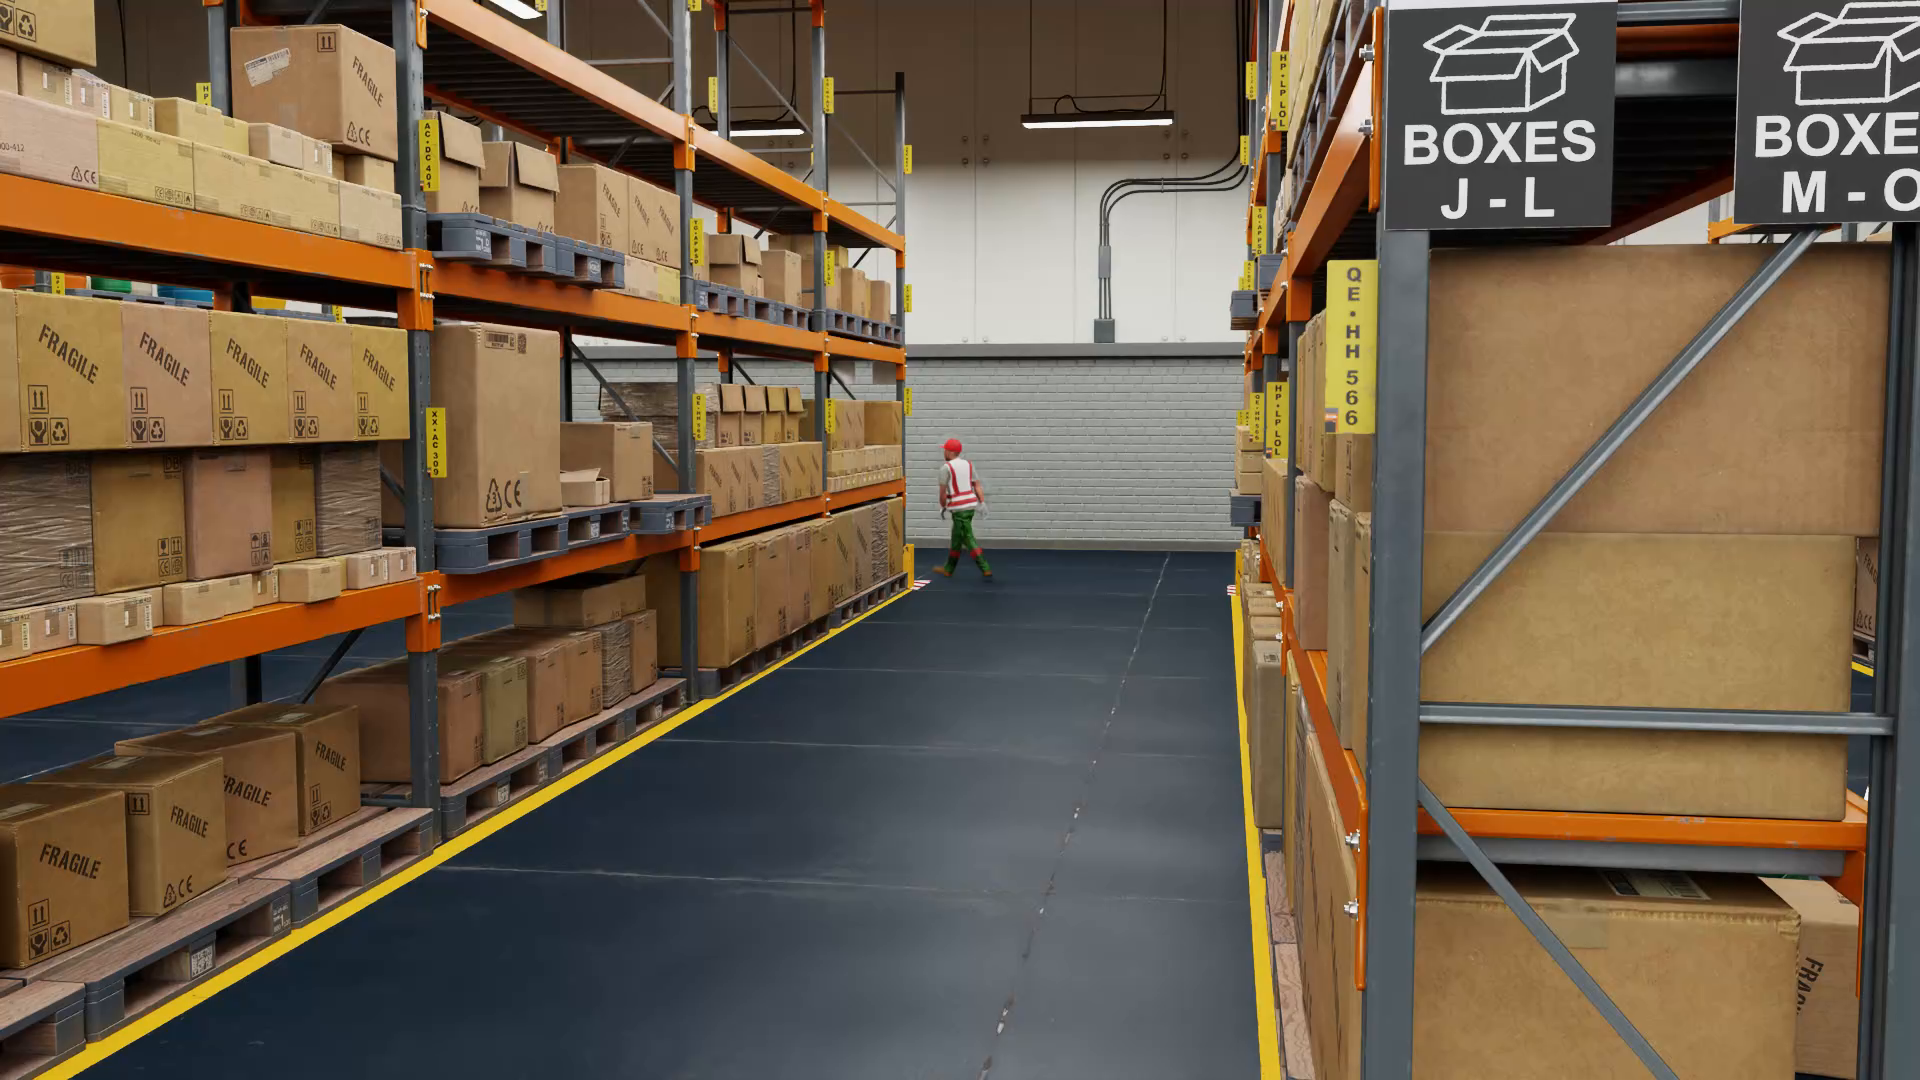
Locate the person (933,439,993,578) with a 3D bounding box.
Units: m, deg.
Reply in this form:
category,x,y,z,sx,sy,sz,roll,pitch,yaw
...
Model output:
category,x,y,z,sx,sy,sz,roll,pitch,yaw
person,-0.025,-0.379,20.533,0.569,1.737,0.988,-4,6,-45
